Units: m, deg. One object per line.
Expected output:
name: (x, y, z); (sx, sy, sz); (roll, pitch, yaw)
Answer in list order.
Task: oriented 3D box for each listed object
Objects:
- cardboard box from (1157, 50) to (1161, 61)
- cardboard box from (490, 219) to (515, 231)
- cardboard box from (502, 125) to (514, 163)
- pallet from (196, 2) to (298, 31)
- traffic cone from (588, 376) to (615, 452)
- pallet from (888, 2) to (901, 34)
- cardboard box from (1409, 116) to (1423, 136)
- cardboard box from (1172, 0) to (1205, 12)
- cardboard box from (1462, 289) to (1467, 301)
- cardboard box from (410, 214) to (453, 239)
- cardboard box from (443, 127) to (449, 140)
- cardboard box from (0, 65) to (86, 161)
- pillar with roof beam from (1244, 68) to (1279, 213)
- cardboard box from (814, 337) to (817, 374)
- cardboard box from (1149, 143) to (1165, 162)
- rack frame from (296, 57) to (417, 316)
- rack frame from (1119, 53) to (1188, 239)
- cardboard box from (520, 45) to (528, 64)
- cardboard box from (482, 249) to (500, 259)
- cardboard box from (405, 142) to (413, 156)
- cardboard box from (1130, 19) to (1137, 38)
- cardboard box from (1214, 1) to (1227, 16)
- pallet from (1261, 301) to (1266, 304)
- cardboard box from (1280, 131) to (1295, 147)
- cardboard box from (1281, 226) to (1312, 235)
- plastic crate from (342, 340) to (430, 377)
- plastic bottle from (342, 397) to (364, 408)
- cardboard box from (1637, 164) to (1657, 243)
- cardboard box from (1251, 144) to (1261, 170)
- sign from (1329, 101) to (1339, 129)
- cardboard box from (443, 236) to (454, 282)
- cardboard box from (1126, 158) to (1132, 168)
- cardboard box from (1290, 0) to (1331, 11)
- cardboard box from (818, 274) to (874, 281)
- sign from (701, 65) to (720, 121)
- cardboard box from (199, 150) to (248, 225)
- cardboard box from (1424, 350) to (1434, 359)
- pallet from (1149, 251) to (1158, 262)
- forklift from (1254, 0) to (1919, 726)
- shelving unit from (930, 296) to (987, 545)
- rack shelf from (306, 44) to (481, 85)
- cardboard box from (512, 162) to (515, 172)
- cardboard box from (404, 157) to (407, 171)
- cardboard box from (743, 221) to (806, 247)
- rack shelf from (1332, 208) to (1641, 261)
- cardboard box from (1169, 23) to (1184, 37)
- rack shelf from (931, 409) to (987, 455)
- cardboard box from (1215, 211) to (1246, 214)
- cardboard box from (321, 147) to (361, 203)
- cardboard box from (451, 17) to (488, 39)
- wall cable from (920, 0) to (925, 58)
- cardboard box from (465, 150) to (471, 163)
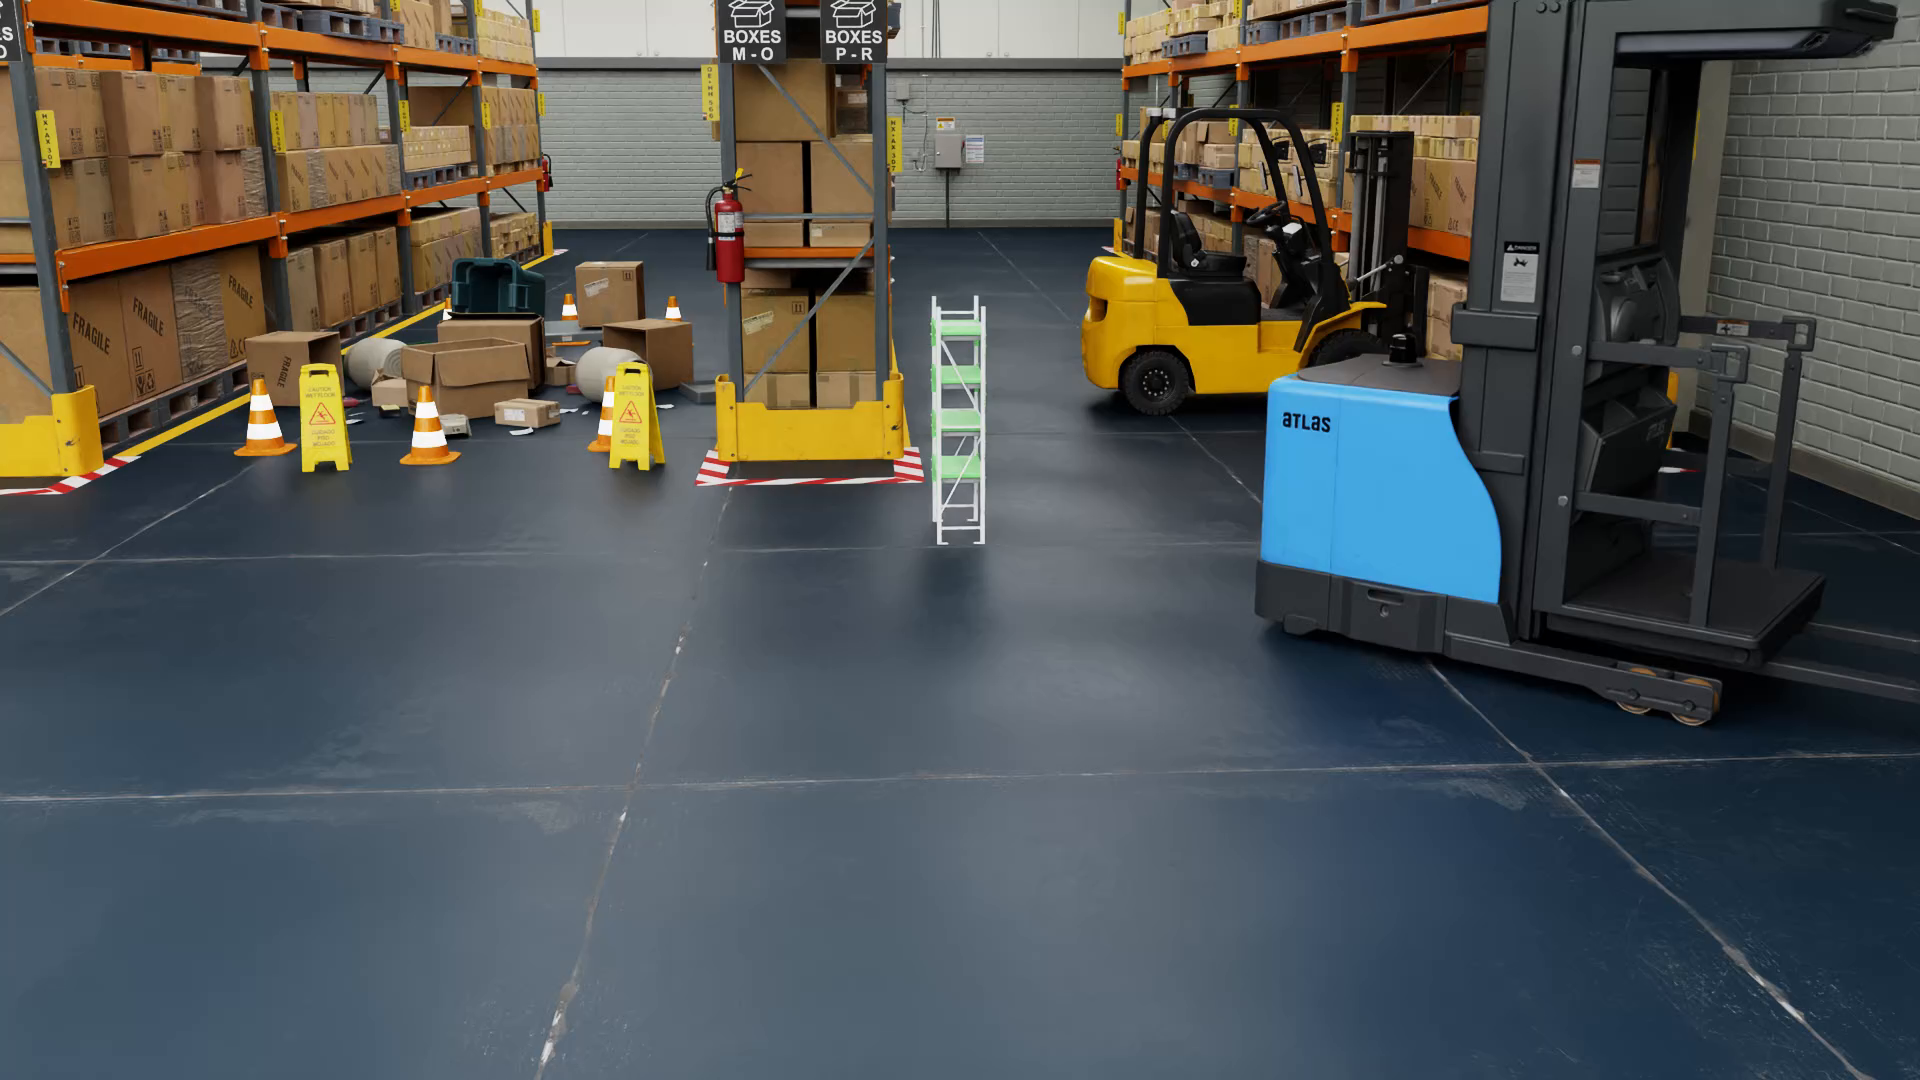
cardboard box: (2.918, -6.645, 22.817); (0.380, 0.149, 0.250); (-1, 14, -4)
cardboard box: (-6.508, -4.450, 23.486); (0.380, 0.149, 0.250); (-1, 14, -3)
cardboard box: (-6.435, -5.429, 22.811); (0.500, 0.500, 0.500); (-1, 14, -5)
pallet: (-6.233, -4.459, 14.200); (0.805, 0.209, 1.217); (-1, 15, -6)
traffic cone: (-2.259, -0.837, 10.849); (0.336, 0.463, 0.334); (-1, 14, -3)
pallet: (-1.124, -4.490, 14.314); (1.213, 0.211, 1.003); (-1, 14, -3)
cardboard box: (3.644, -3.154, 12.666); (0.380, 0.149, 0.250); (-1, 14, -4)
cardboard box: (2.936, -6.887, 21.287); (0.396, 0.266, 0.258); (-1, 14, -4)
cardboard box: (3.670, -1.521, 11.088); (0.500, 0.250, 0.500); (0, 14, -2)
cardboard box: (-6.225, -3.647, 19.349); (0.500, 0.250, 0.500); (-1, 14, -3)
cardboard box: (-6.343, -4.876, 19.927); (0.380, 0.149, 0.250); (-1, 14, -5)
cardboard box: (-5.863, -2.565, 10.008); (0.875, 0.550, 0.550); (-1, 14, -3)
pillar with roof beam: (-0.174, -8.066, 21.817); (9.100, 9.000, 0.400); (-1, 14, -3)
cardboard box: (-1.345, -1.429, 12.737); (0.500, 0.250, 0.500); (-1, 14, -4)
cardboard box: (2.927, -5.483, 23.521); (0.500, 0.250, 0.500); (-1, 14, -4)
rack frame: (-6.374, -3.866, 17.533); (1.000, 3.000, 0.127); (-1, 14, -3)
rack frame: (3.018, -6.035, 25.962); (1.000, 3.000, 0.127); (-1, 14, -3)
cardboard box: (-6.539, -7.000, 23.994); (0.500, 0.250, 0.500); (-1, 14, -3)
cardboard box: (-6.324, -3.779, 22.073); (0.380, 0.149, 0.250); (-2, 15, -6)
cardboard box: (-6.223, -4.283, 18.216); (0.380, 0.149, 0.250); (0, 14, -1)
cardboard box: (2.808, -7.560, 24.571); (0.500, 0.250, 0.500); (-1, 14, -4)
cardboard box: (3.135, -6.103, 19.112); (0.380, 0.149, 0.250); (-1, 14, -5)
pallet: (3.526, -2.490, 17.778); (1.003, 0.211, 1.213); (-1, 14, -3)
cardboard box: (3.316, -3.877, 16.071); (0.380, 0.149, 0.250); (-1, 14, -5)
cardboard box: (3.792, -3.487, 18.930); (0.380, 0.149, 0.250); (0, 14, -1)
plastic crate: (-4.808, -1.514, 13.920); (0.450, 0.188, 0.662); (-4, 11, 28)
plastic bottle: (-4.595, -1.023, 12.378); (0.283, 0.061, 0.133); (-6, 16, -23)
cardboard box: (4.256, -2.232, 10.979); (0.500, 0.500, 0.500); (0, 14, -2)
cardboard box: (3.327, -3.976, 17.258); (0.500, 0.250, 0.500); (0, 14, -2)
sign: (4.067, -4.615, 18.121); (0.100, 0.325, 0.005); (-1, 14, -3)
cardboard box: (-6.235, -3.291, 19.473); (0.500, 0.500, 0.500); (-1, 14, -5)
cardboard box: (2.765, -5.827, 25.659); (0.380, 0.149, 0.250); (-1, 14, -4)
cardboard box: (3.343, -5.094, 15.746); (0.380, 0.149, 0.250); (-1, 14, -4)
cardboard box: (-0.780, -1.679, 12.201); (0.500, 0.500, 0.500); (-1, 14, -2)
sign: (-1.500, -2.688, 9.997); (0.100, 0.325, 0.005); (-1, 14, -3)
cardboard box: (-6.035, -2.716, 12.762); (0.875, 0.550, 0.550); (-1, 14, -3)
cardboard box: (3.622, -1.288, 12.187); (0.500, 0.250, 0.500); (-1, 14, -3)
pallet: (3.224, -3.860, 23.107); (1.003, 0.211, 1.213); (-1, 14, -3)
forklift: (2.717, -0.905, 6.160); (3.031, 2.935, 1.130); (11, 18, 37)
shelving unit: (-0.010, -0.622, 8.537); (0.258, 1.200, 0.503); (-1, 14, -3)
rack shelf: (-6.498, -5.468, 19.182); (1.077, 0.370, 4.000); (-1, 14, -3)
cardboard box: (-6.576, -5.336, 23.748); (0.380, 0.149, 0.250); (-1, 15, -6)
cardboard box: (-6.201, -4.062, 17.957); (0.380, 0.149, 0.250); (-1, 14, -4)
cardboard box: (-1.181, -1.946, 10.575); (0.380, 0.149, 0.250); (0, 14, -2)
rack shelf: (3.885, -2.205, 12.519); (1.077, 0.370, 4.000); (-1, 14, -3)
cardboard box: (2.869, -6.478, 21.123); (0.380, 0.149, 0.250); (-1, 14, -3)
rack shelf: (-0.010, -0.560, 8.553); (0.258, 0.148, 0.480); (-1, 14, -3)
cardboard box: (3.576, -4.260, 21.935); (0.380, 0.149, 0.250); (-1, 15, -6)
cardboard box: (-5.982, -3.431, 15.641); (0.500, 0.500, 0.500); (-1, 14, -3)
cardboard box: (-6.413, -6.607, 21.462); (0.500, 0.250, 0.500); (0, 14, -2)
wall cable: (-1.819, -10.284, 30.437); (2.355, 3.000, 0.029); (-1, 14, -3)
cardboard box: (-6.400, -4.847, 21.006); (0.380, 0.149, 0.250); (-1, 14, -5)
